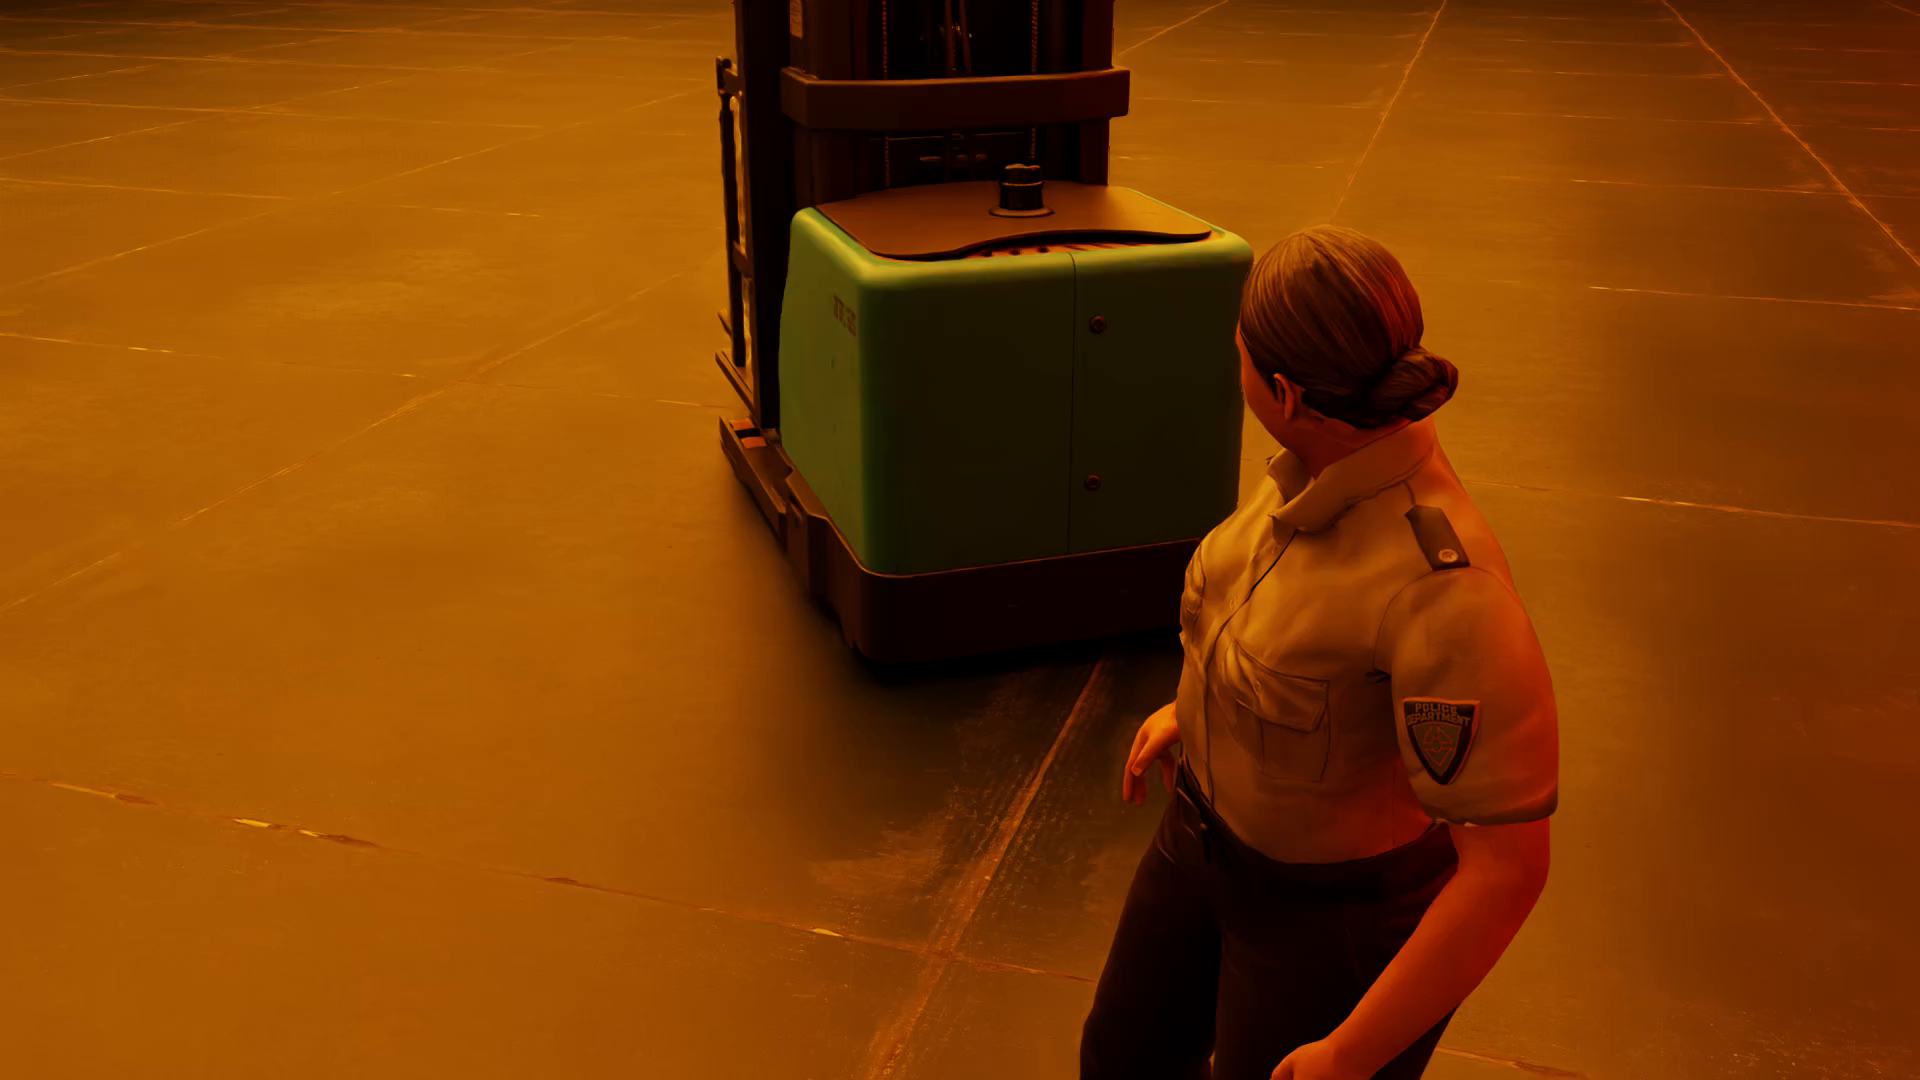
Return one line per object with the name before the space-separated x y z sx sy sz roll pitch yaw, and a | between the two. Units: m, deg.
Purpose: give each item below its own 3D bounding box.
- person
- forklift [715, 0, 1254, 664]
person | 0.353 0.451 1.923 0.485 1.617 0.675 -7 23 -17
forklift | -0.192 -1.576 5.097 1.130 2.935 3.031 -7 23 -17
